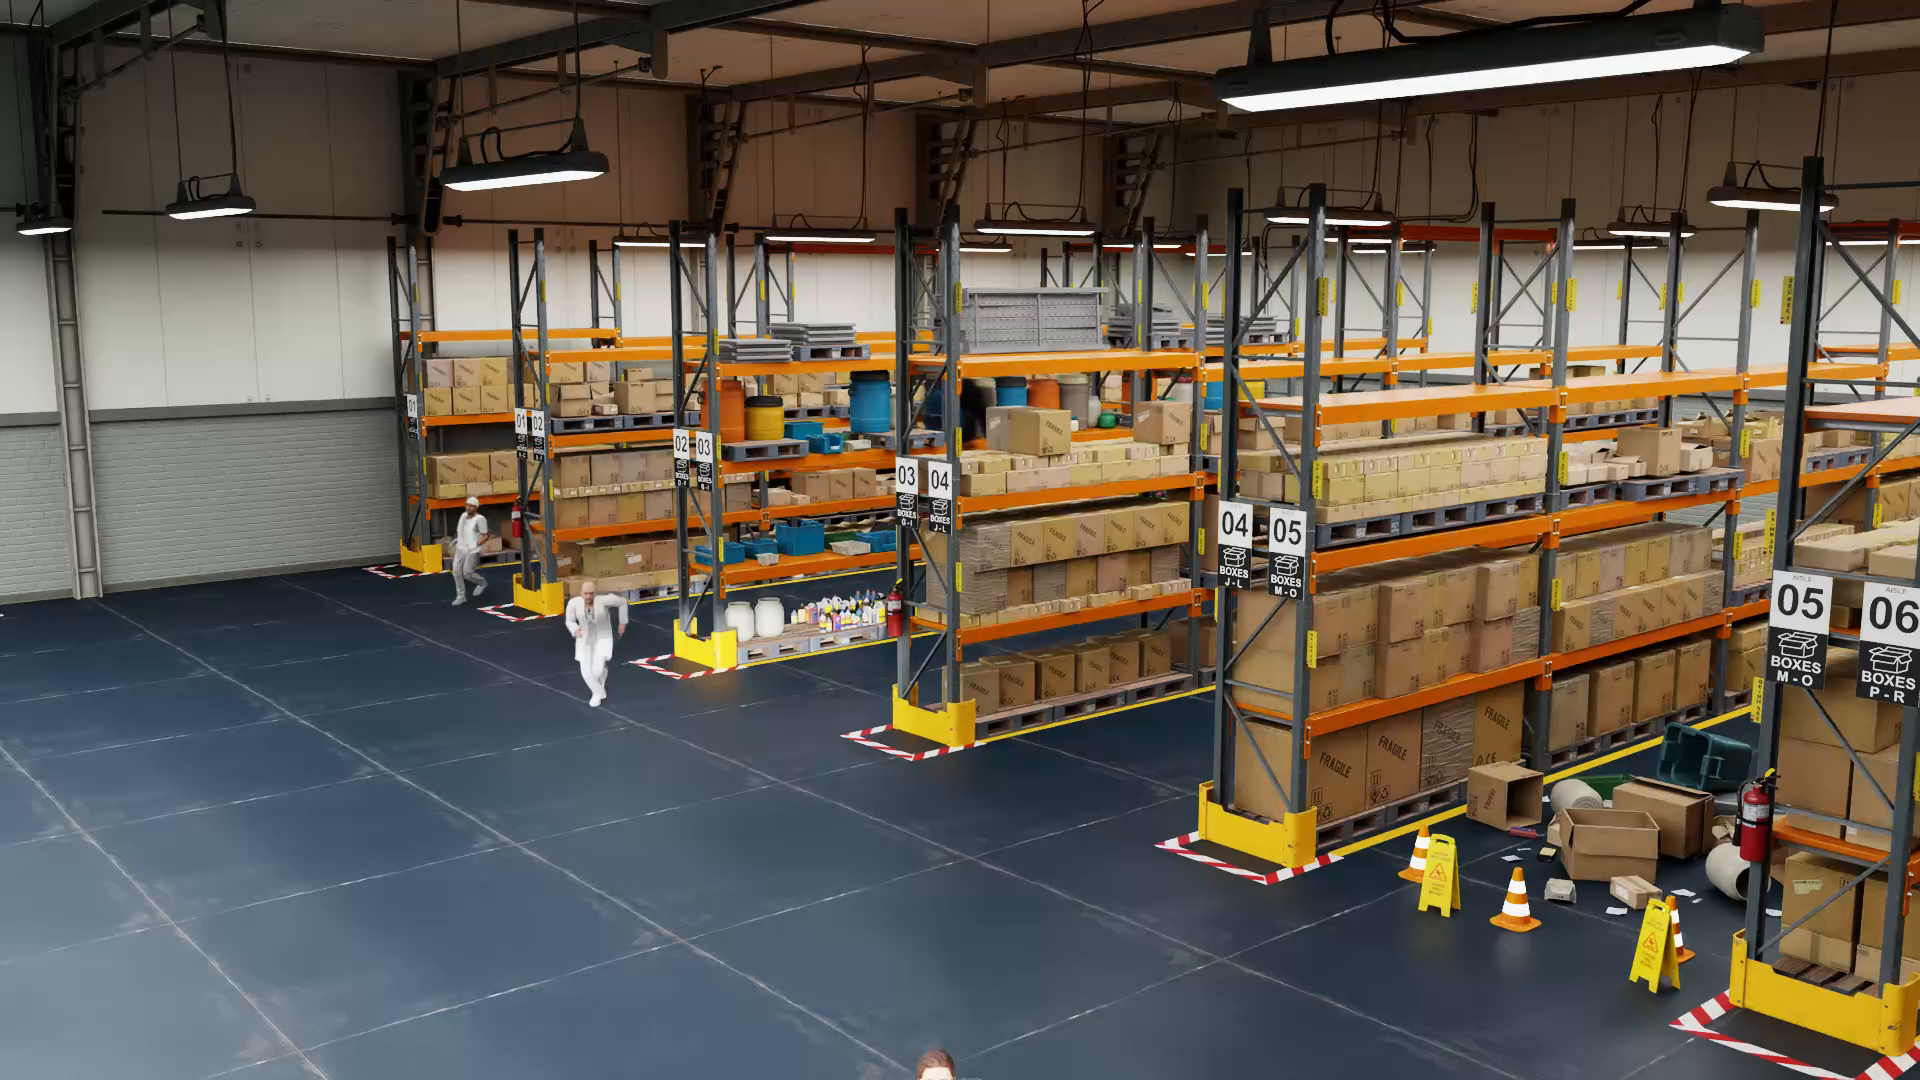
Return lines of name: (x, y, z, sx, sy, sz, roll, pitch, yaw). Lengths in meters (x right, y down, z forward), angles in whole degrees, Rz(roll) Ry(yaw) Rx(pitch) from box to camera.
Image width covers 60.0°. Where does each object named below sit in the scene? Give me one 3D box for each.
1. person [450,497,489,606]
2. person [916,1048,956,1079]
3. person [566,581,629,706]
person: (-7.926, 0.167, 27.026, 0.730, 1.751, 0.731, 5, 10, 27)
person: (-0.115, 3.156, 7.713, 0.593, 1.697, 0.894, 0, 9, -3)
person: (-4.429, 1.269, 20.301, 0.725, 1.625, 0.906, 0, 9, -3)
